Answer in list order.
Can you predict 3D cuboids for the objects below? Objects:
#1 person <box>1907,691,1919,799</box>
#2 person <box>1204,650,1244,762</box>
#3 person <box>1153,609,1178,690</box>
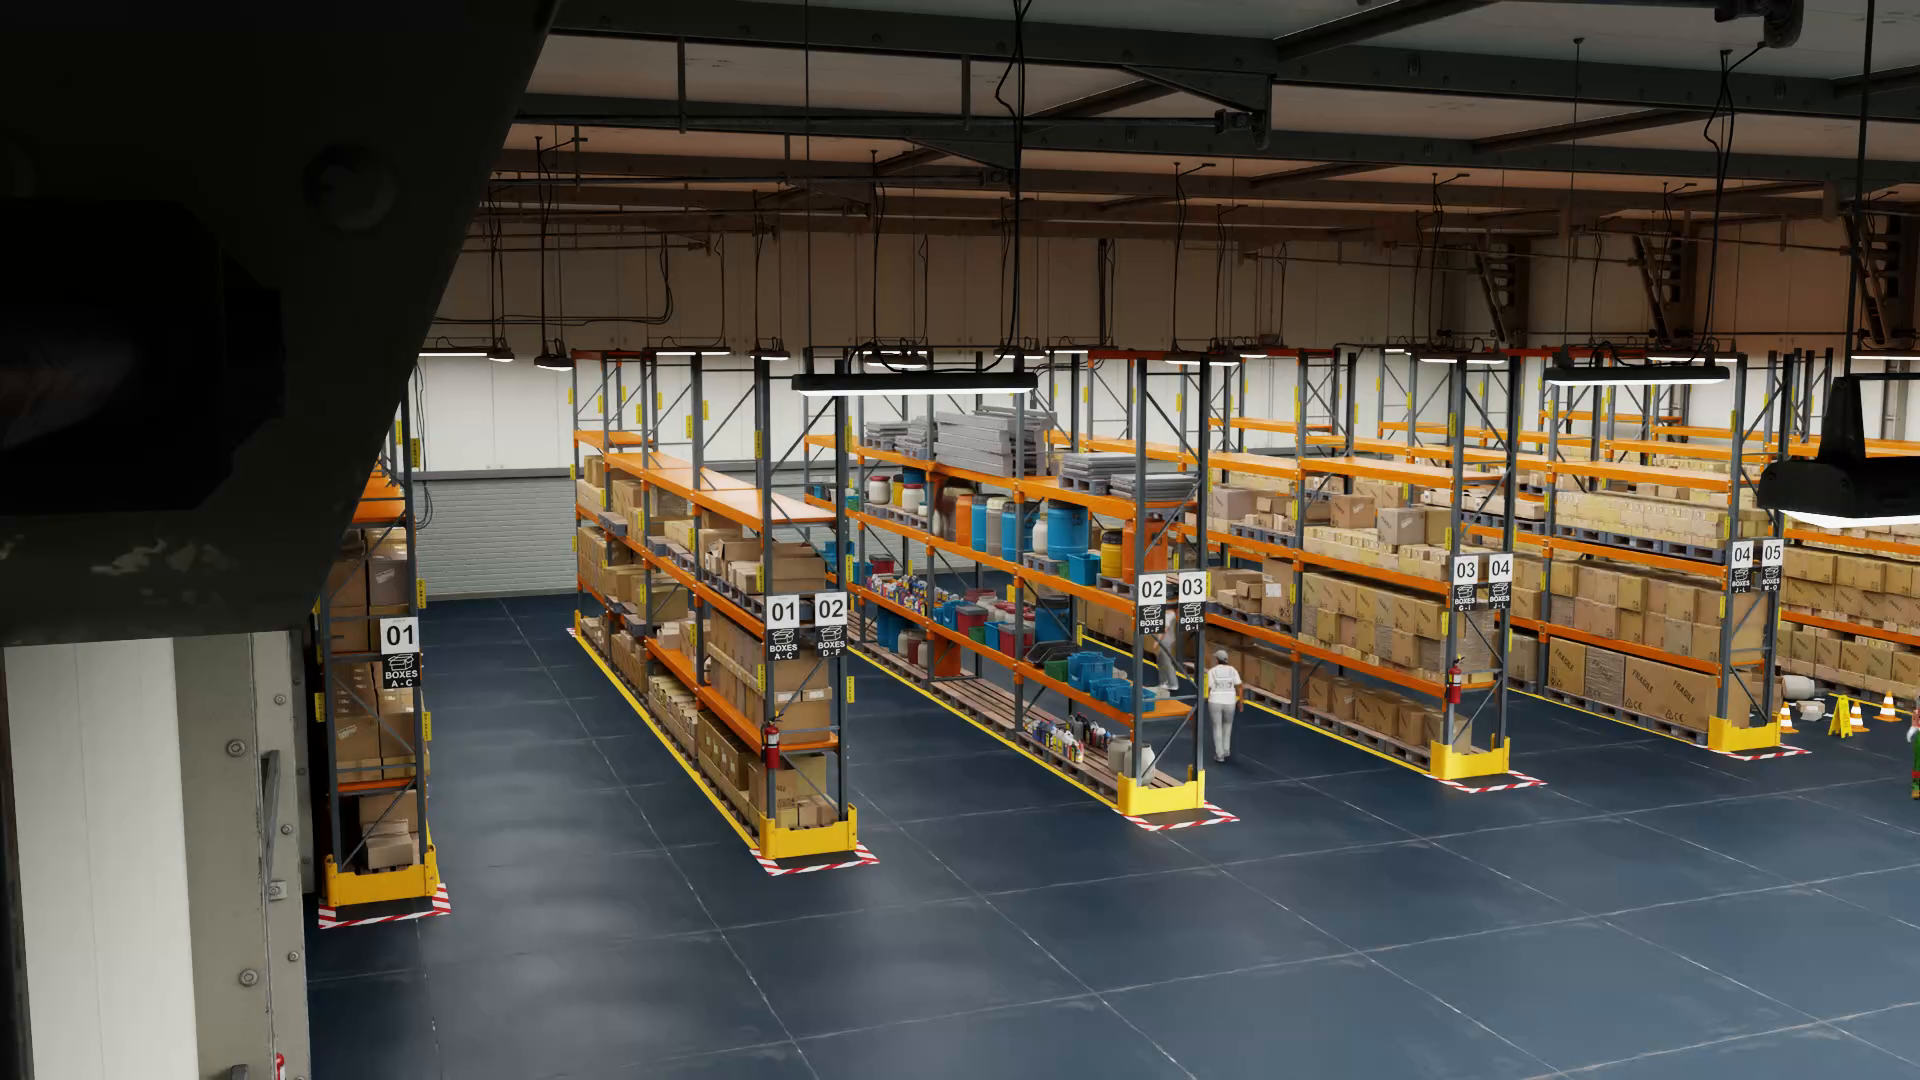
[{"bbox_3d":[13.211,2.636,22.594,0.607,1.783,0.439,5,9,36],"label":"person"},{"bbox_3d":[3.932,2.498,24.786,0.580,1.733,0.652,0,7,3],"label":"person"},{"bbox_3d":[3.650,1.859,29.520,0.531,1.717,0.514,4,8,31],"label":"person"}]
